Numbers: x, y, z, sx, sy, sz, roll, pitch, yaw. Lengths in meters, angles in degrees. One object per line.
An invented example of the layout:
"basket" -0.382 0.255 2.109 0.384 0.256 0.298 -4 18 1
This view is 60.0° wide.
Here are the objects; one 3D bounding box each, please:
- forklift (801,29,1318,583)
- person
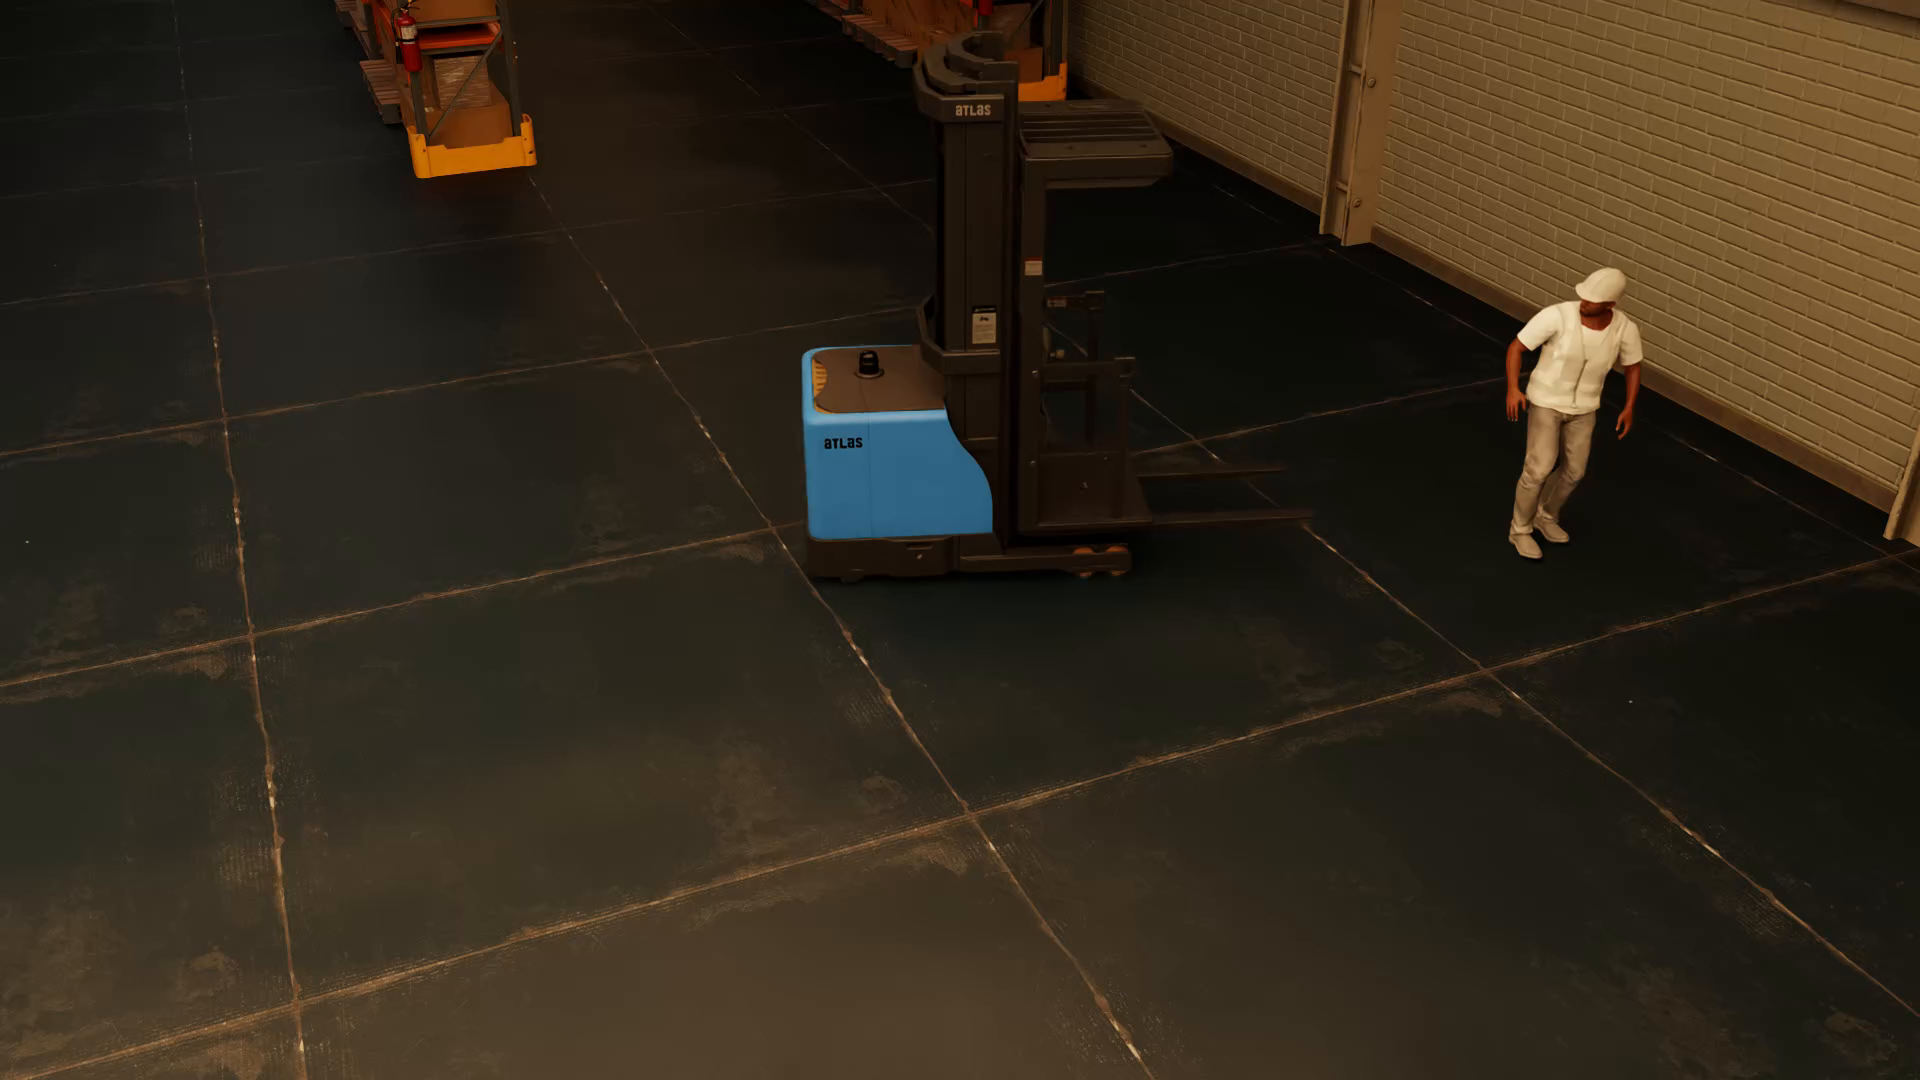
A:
"forklift" 0.590 -1.320 9.429 3.031 2.935 1.130 -3 30 -5
"person" 3.551 -0.751 9.633 0.789 1.741 0.514 -2 30 -4
